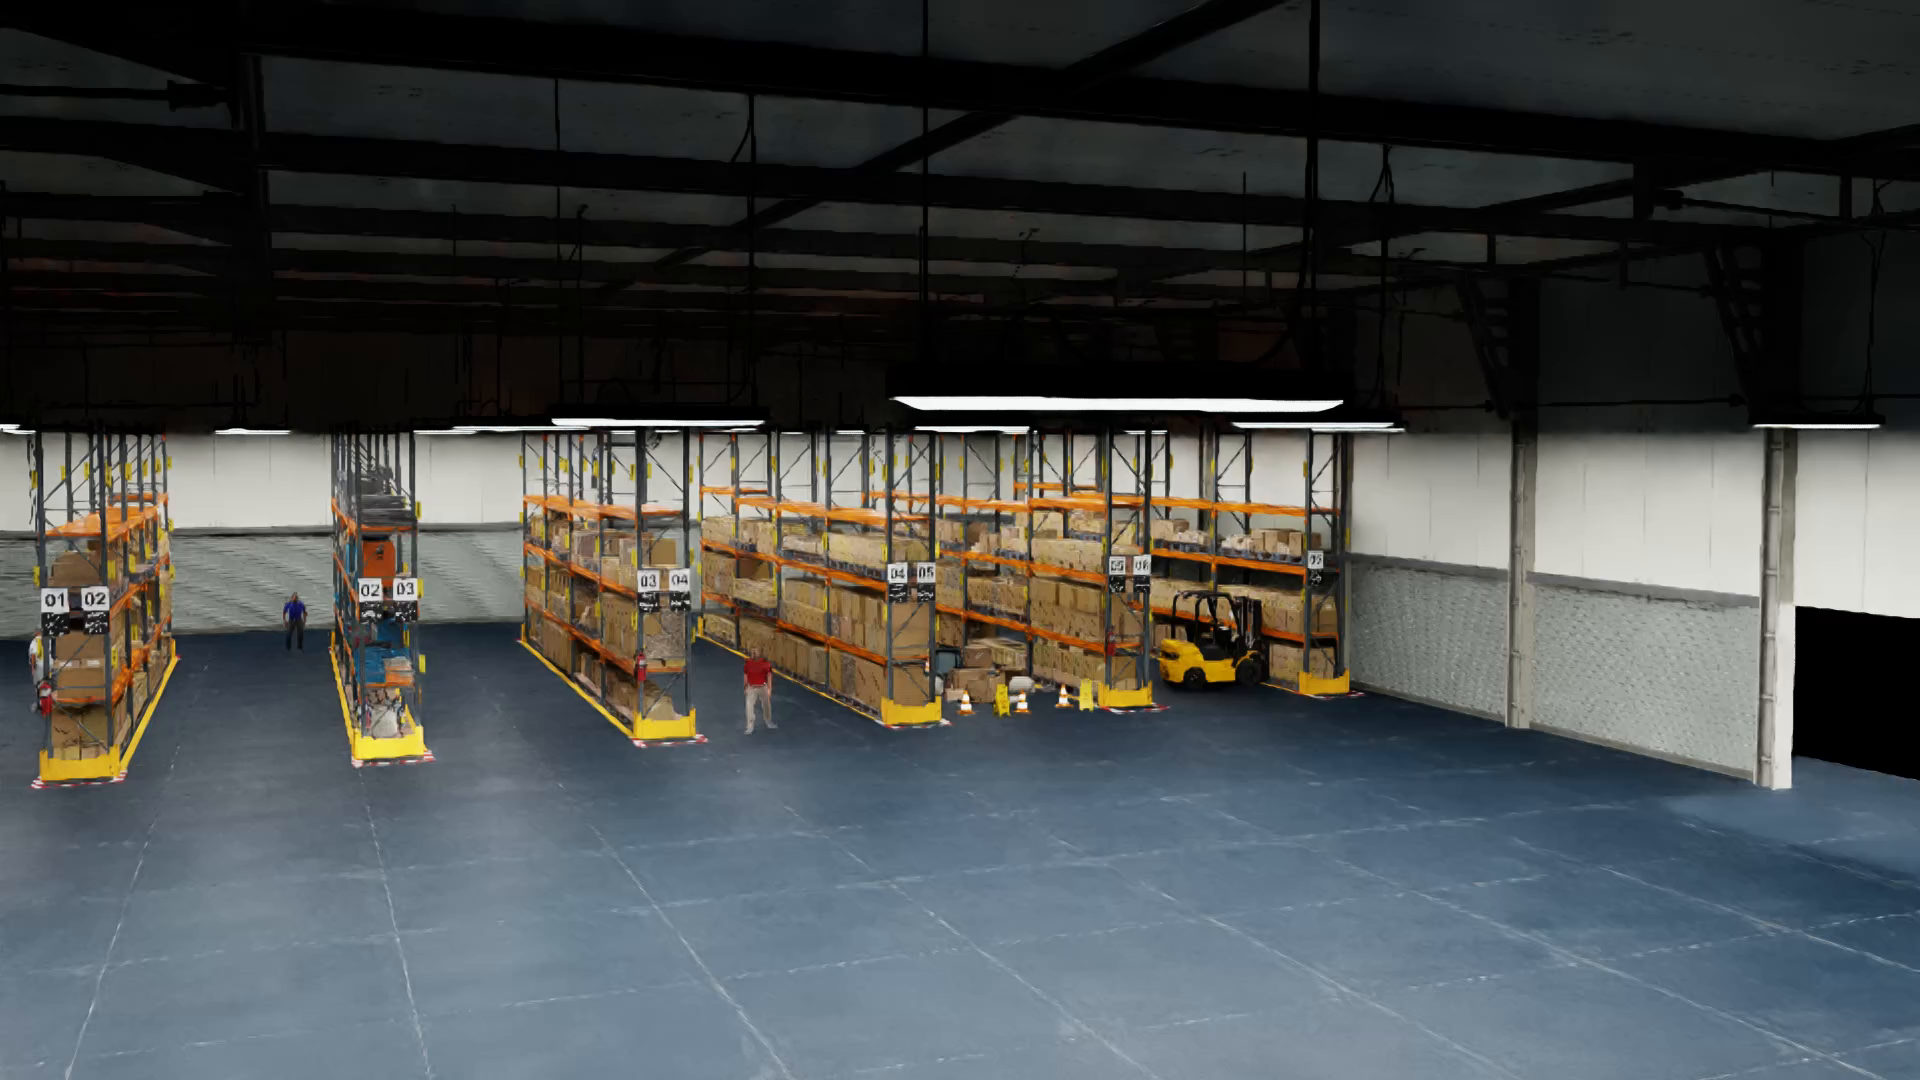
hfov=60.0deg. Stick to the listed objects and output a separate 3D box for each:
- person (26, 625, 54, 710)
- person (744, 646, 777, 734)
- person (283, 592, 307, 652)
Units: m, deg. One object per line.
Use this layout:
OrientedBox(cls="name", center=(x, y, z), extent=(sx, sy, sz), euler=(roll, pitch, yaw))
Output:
OrientedBox(cls="person", center=(-19.295, 2.659, 34.822), extent=(0.501, 1.758, 0.588), euler=(1, 4, 9))
OrientedBox(cls="person", center=(-3.895, 2.873, 32.142), extent=(0.606, 1.681, 0.965), euler=(0, 4, 4))
OrientedBox(cls="person", center=(-17.614, 2.179, 44.033), extent=(0.592, 1.604, 0.517), euler=(-1, 4, -22))
